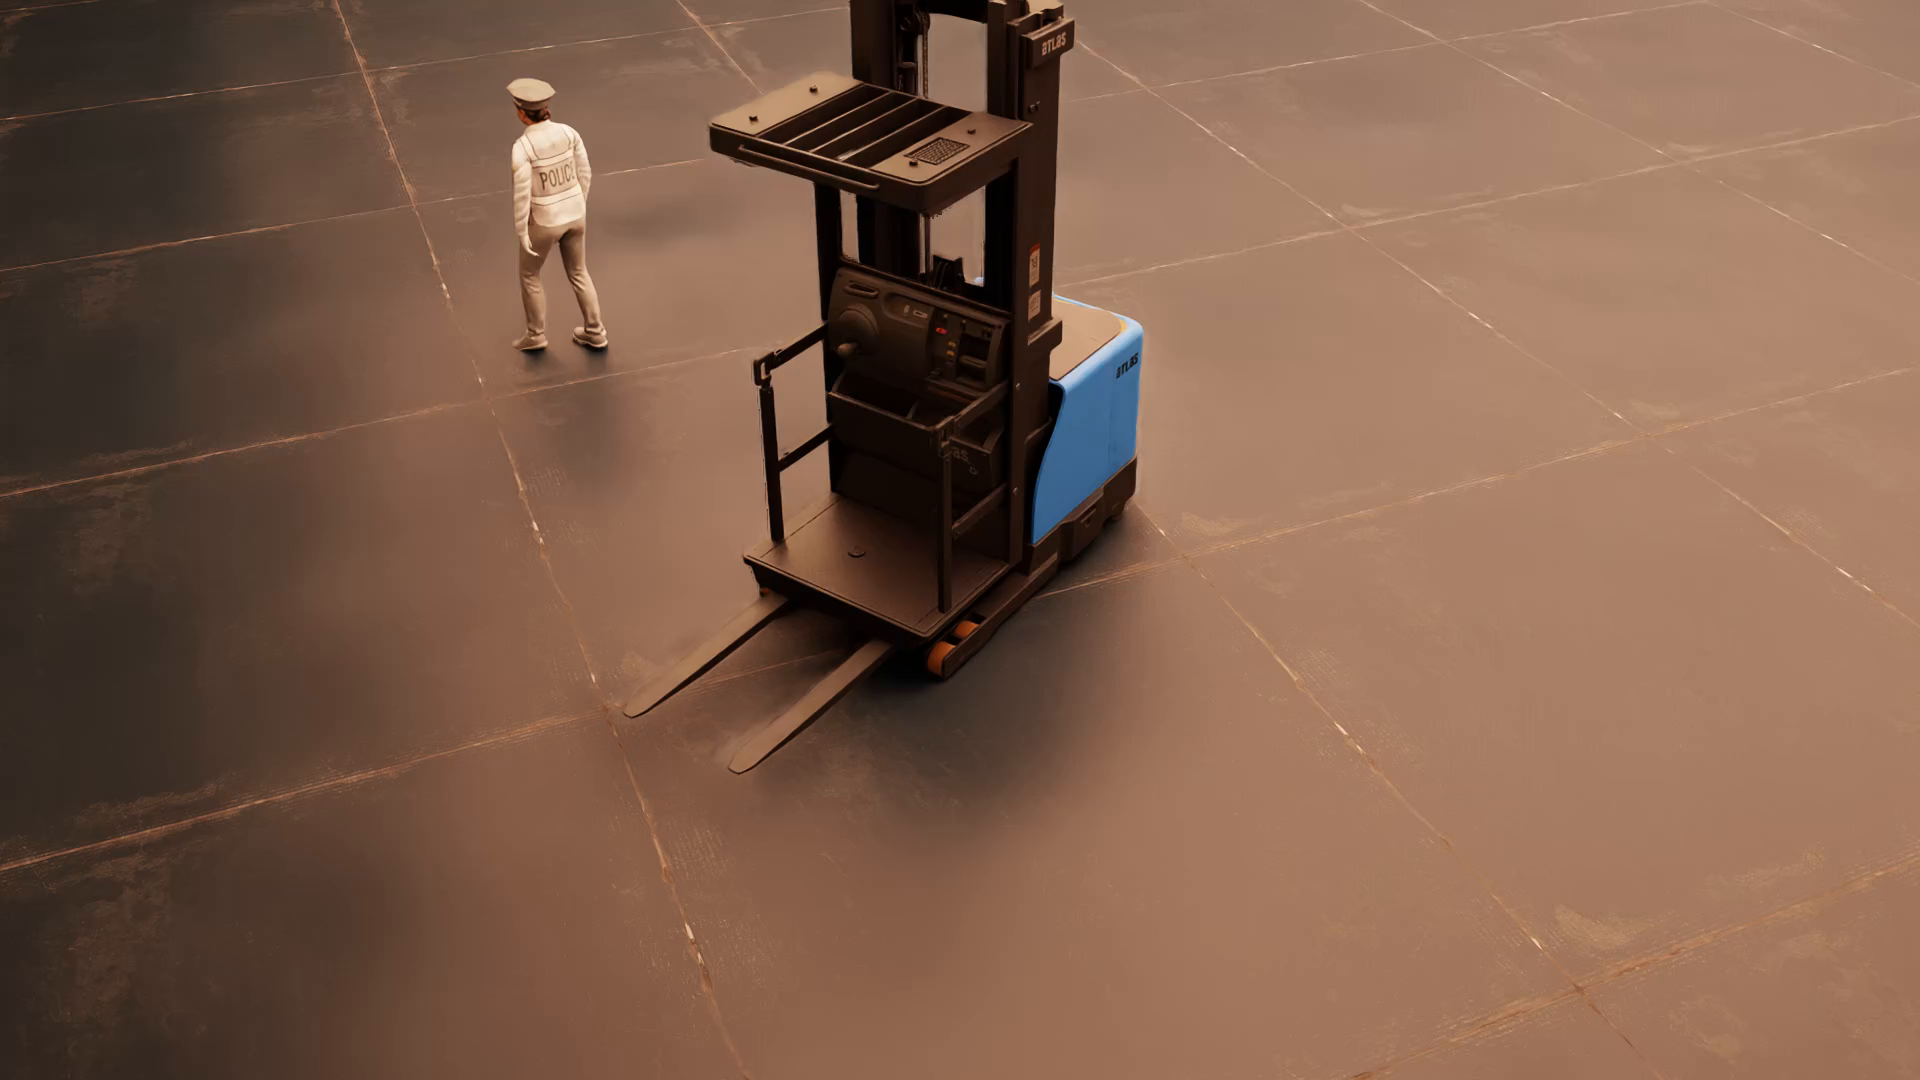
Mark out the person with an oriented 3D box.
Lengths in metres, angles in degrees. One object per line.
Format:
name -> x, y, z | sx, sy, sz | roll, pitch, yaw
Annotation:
person -> -2.445, -1.899, 9.913 | 0.506, 1.695, 0.573 | 29, 44, 34

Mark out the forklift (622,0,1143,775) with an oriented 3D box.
forklift -> -0.324, -0.873, 7.327 | 1.130, 2.935, 3.031 | 22, 41, 28
